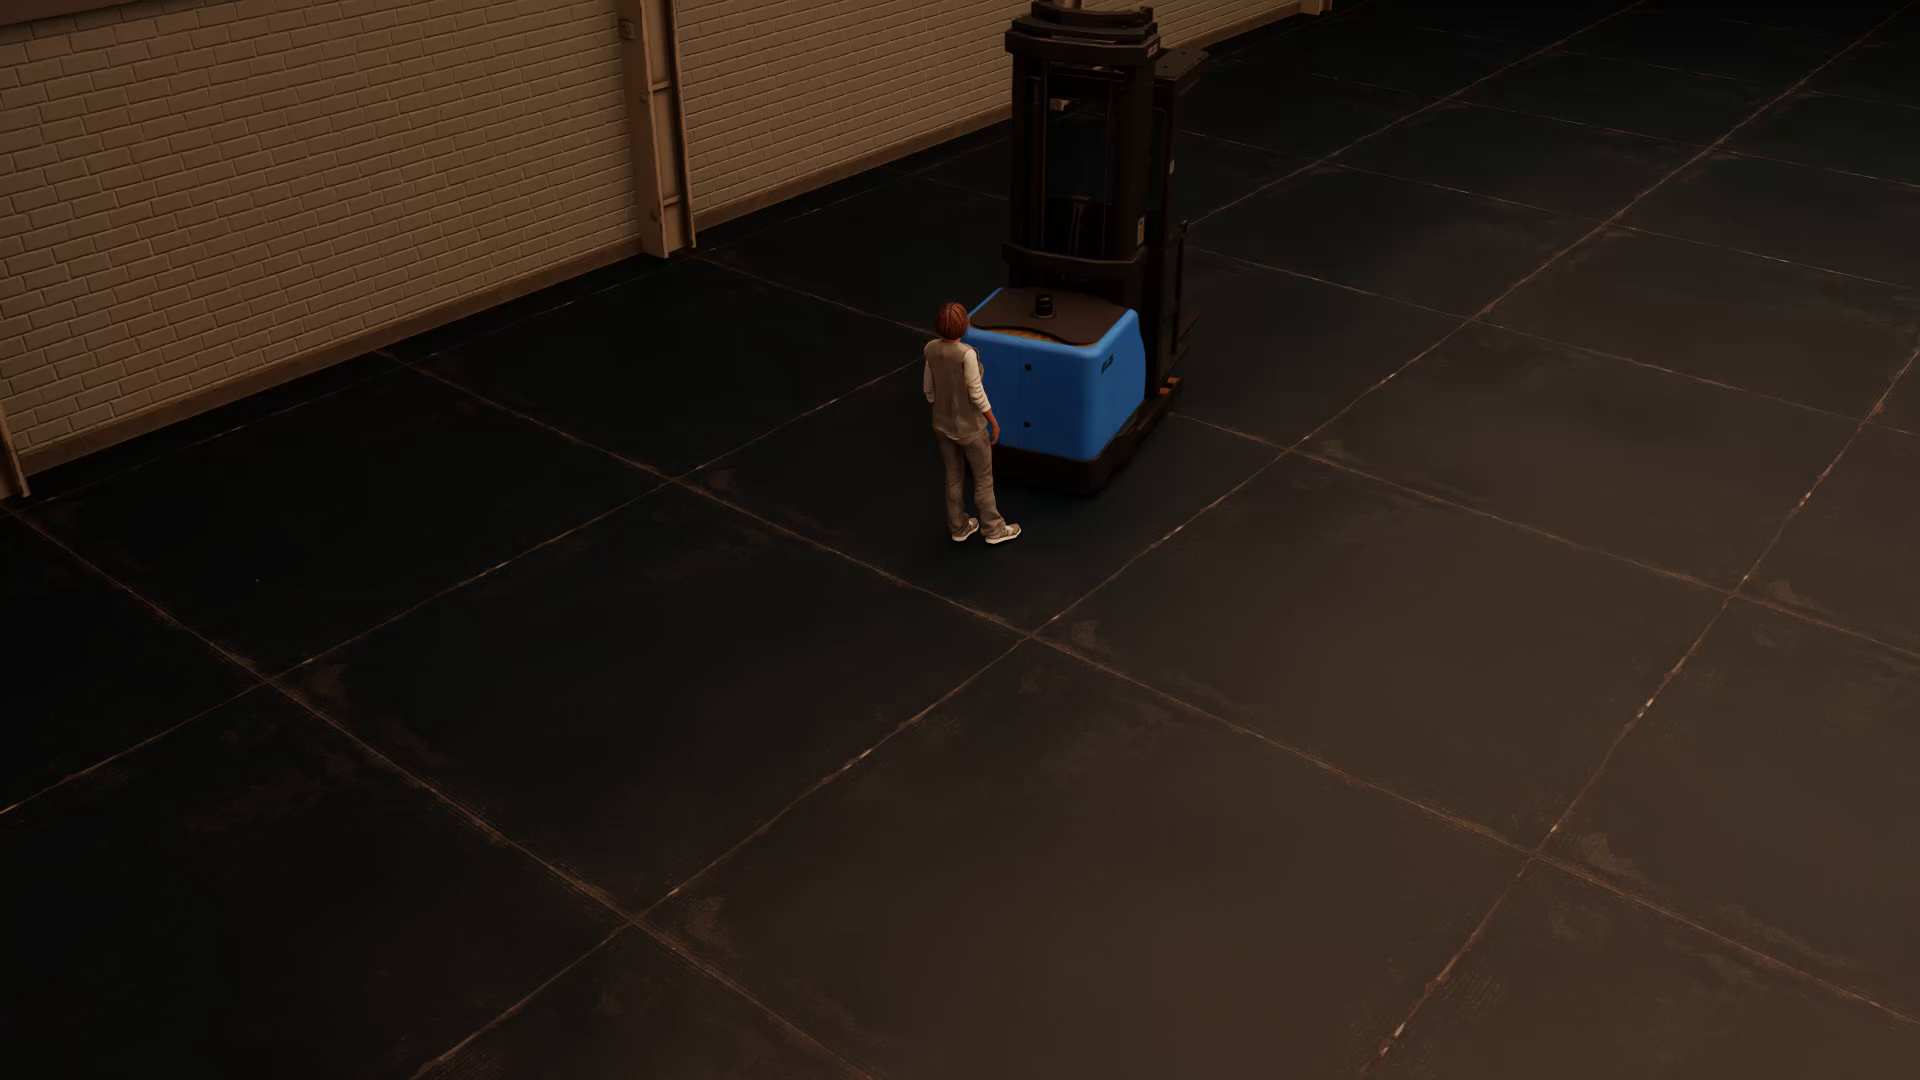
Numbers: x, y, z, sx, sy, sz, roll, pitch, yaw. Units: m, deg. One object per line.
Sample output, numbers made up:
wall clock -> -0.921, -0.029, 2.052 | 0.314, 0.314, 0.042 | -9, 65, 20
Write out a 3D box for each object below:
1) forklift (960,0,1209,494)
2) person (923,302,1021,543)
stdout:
forklift -> 1.000, -2.292, 11.518 | 1.130, 2.935, 3.031 | 13, 33, 21
person -> 0.058, -0.721, 10.136 | 0.521, 1.599, 0.473 | 22, 37, 33
